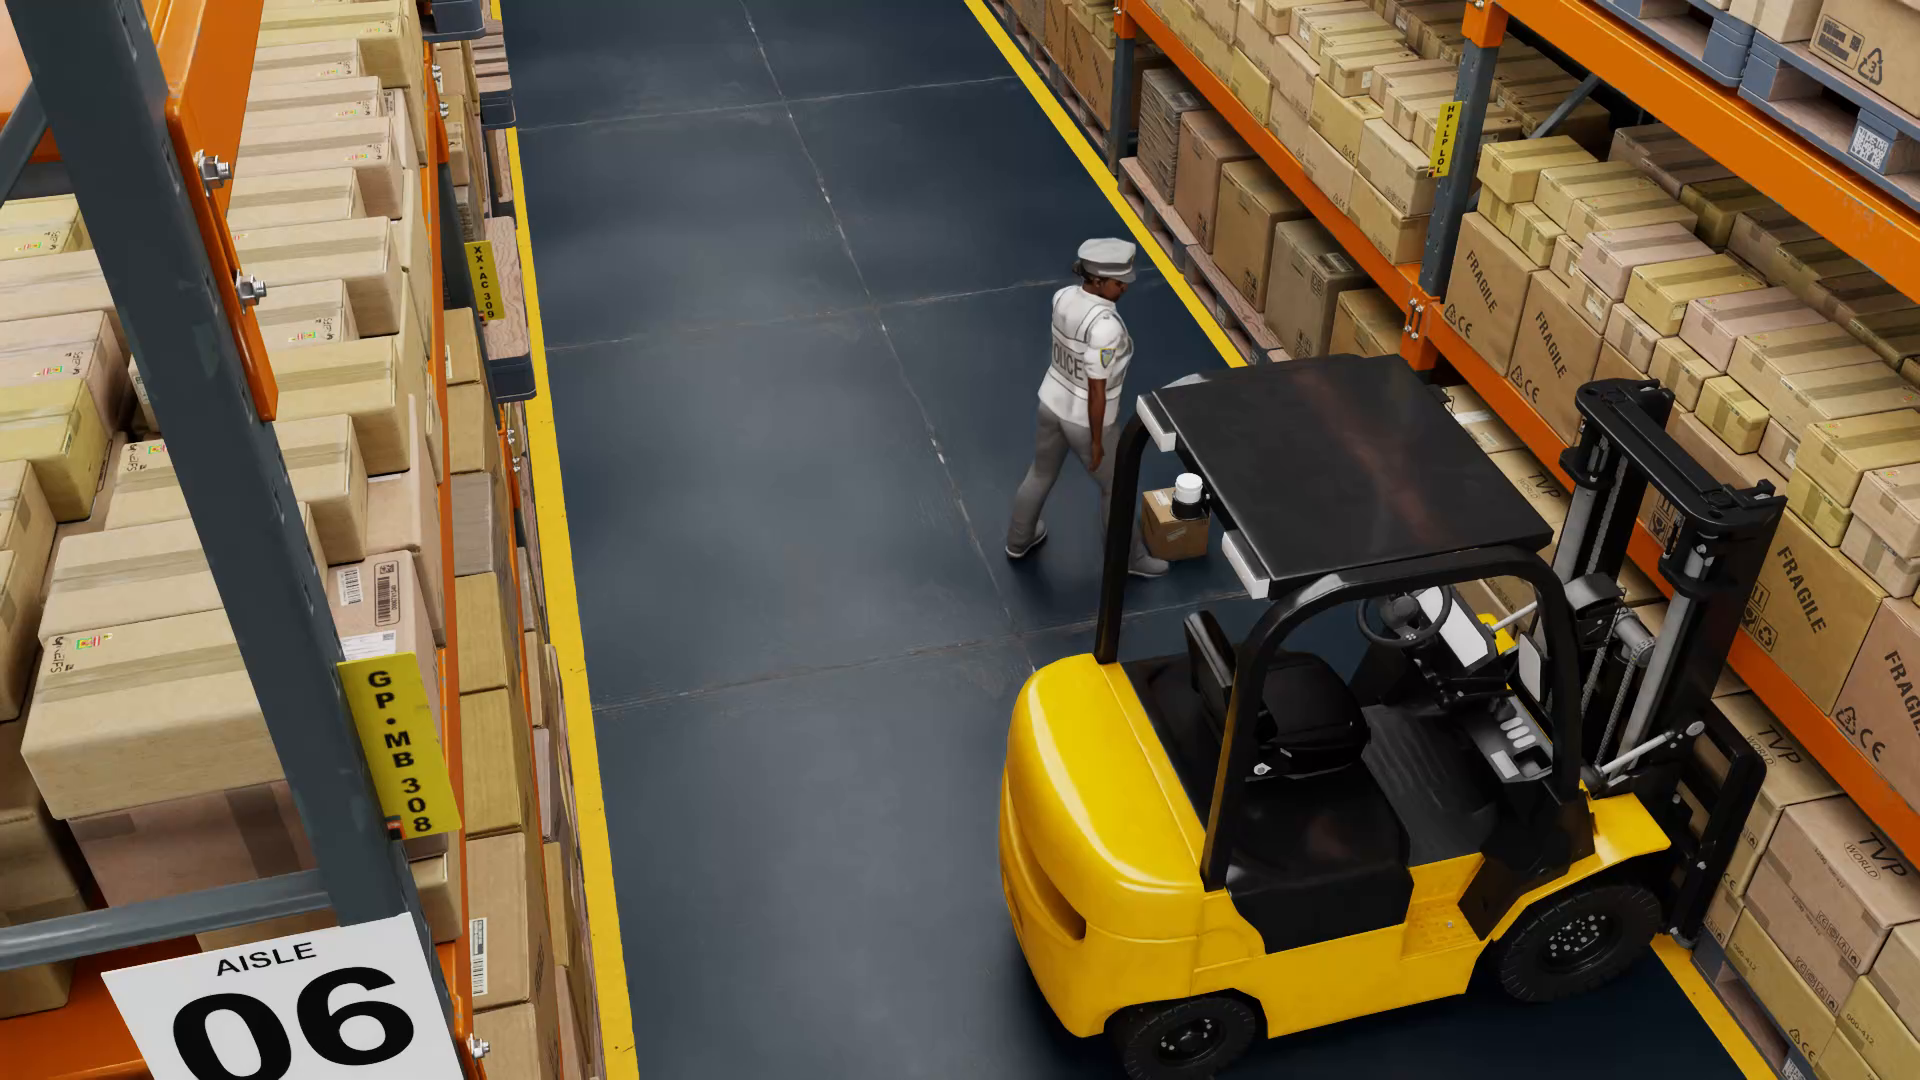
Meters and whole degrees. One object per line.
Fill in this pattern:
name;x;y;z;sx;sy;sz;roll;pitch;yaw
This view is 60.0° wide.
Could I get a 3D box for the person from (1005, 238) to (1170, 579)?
person;0.586;-0.553;7.425;0.615;1.673;0.629;-23;44;-26
